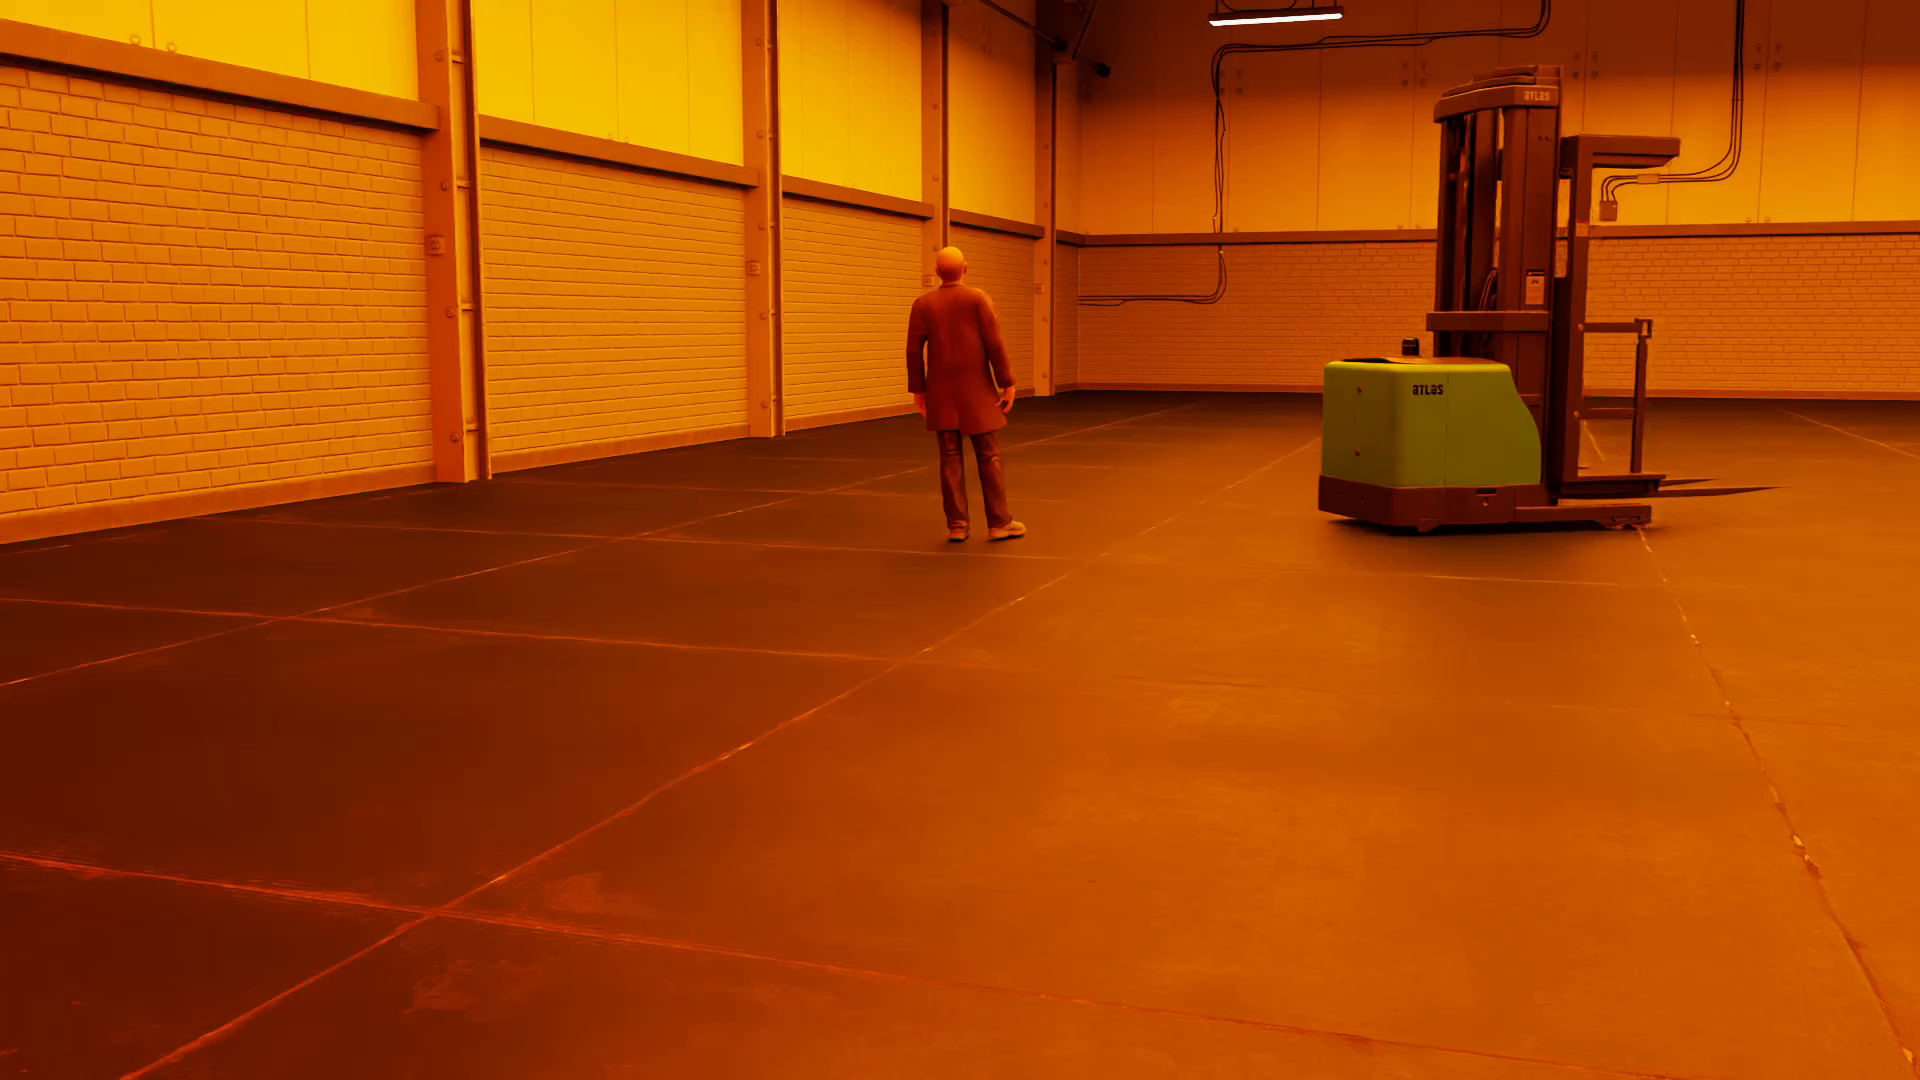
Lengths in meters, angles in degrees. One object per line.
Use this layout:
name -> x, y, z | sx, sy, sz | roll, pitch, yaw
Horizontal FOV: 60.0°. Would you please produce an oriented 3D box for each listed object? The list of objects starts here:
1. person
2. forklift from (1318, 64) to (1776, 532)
person -> 0.033, -0.900, 10.244 | 0.698, 1.778, 0.579 | 3, 8, 19
forklift -> 4.005, -1.581, 11.071 | 3.031, 2.935, 1.130 | -2, 8, -15
